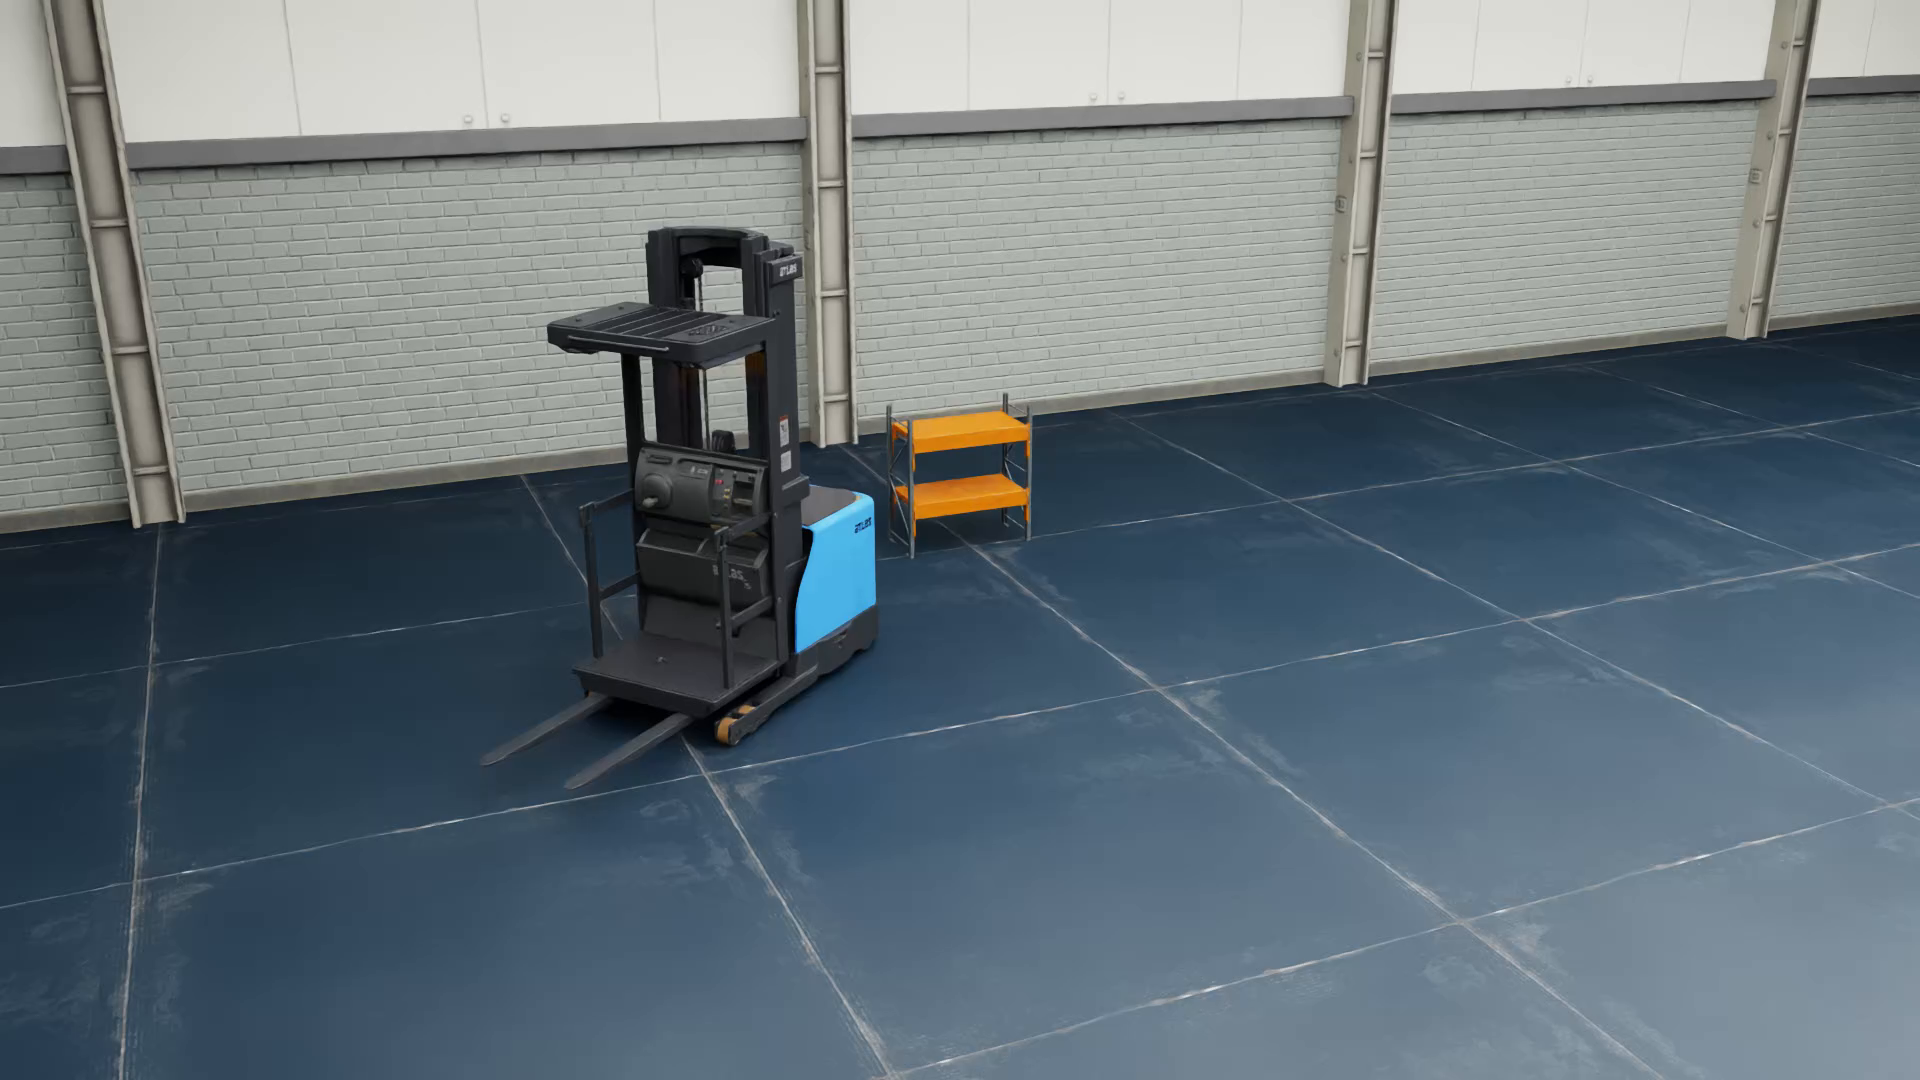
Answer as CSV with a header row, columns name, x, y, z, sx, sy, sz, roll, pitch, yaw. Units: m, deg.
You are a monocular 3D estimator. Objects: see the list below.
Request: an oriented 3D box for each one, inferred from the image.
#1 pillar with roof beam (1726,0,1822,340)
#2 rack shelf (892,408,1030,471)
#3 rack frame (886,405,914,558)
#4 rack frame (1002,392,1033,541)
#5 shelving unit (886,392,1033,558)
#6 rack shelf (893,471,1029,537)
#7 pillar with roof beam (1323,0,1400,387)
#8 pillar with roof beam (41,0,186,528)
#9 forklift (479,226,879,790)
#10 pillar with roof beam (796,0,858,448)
name,x,y,z,sx,sy,sz,roll,pitch,yaw
pillar with roof beam,11.494,-5.470,15.508,0.400,9.000,9.100,-8,21,-22
rack shelf,-0.006,-0.806,13.235,1.000,0.278,0.538,-8,21,-22
rack frame,-0.473,-0.463,13.143,0.032,1.125,0.500,-8,21,-22
rack frame,0.461,-0.597,13.523,0.032,1.125,0.500,-8,21,-22
shelving unit,-0.006,-0.530,13.333,1.048,1.125,0.538,-8,21,-22
rack shelf,-0.006,-0.299,13.414,1.000,0.278,0.538,-8,21,-22
pillar with roof beam,5.985,-4.681,13.267,0.400,9.000,9.100,-8,21,-22
pillar with roof beam,-5.034,-3.102,8.783,0.400,9.000,9.100,-8,21,-22
forklift,-1.694,-0.316,10.006,1.130,2.935,3.031,10,22,26
pillar with roof beam,0.475,-3.892,11.025,0.400,9.000,9.100,-8,21,-22
